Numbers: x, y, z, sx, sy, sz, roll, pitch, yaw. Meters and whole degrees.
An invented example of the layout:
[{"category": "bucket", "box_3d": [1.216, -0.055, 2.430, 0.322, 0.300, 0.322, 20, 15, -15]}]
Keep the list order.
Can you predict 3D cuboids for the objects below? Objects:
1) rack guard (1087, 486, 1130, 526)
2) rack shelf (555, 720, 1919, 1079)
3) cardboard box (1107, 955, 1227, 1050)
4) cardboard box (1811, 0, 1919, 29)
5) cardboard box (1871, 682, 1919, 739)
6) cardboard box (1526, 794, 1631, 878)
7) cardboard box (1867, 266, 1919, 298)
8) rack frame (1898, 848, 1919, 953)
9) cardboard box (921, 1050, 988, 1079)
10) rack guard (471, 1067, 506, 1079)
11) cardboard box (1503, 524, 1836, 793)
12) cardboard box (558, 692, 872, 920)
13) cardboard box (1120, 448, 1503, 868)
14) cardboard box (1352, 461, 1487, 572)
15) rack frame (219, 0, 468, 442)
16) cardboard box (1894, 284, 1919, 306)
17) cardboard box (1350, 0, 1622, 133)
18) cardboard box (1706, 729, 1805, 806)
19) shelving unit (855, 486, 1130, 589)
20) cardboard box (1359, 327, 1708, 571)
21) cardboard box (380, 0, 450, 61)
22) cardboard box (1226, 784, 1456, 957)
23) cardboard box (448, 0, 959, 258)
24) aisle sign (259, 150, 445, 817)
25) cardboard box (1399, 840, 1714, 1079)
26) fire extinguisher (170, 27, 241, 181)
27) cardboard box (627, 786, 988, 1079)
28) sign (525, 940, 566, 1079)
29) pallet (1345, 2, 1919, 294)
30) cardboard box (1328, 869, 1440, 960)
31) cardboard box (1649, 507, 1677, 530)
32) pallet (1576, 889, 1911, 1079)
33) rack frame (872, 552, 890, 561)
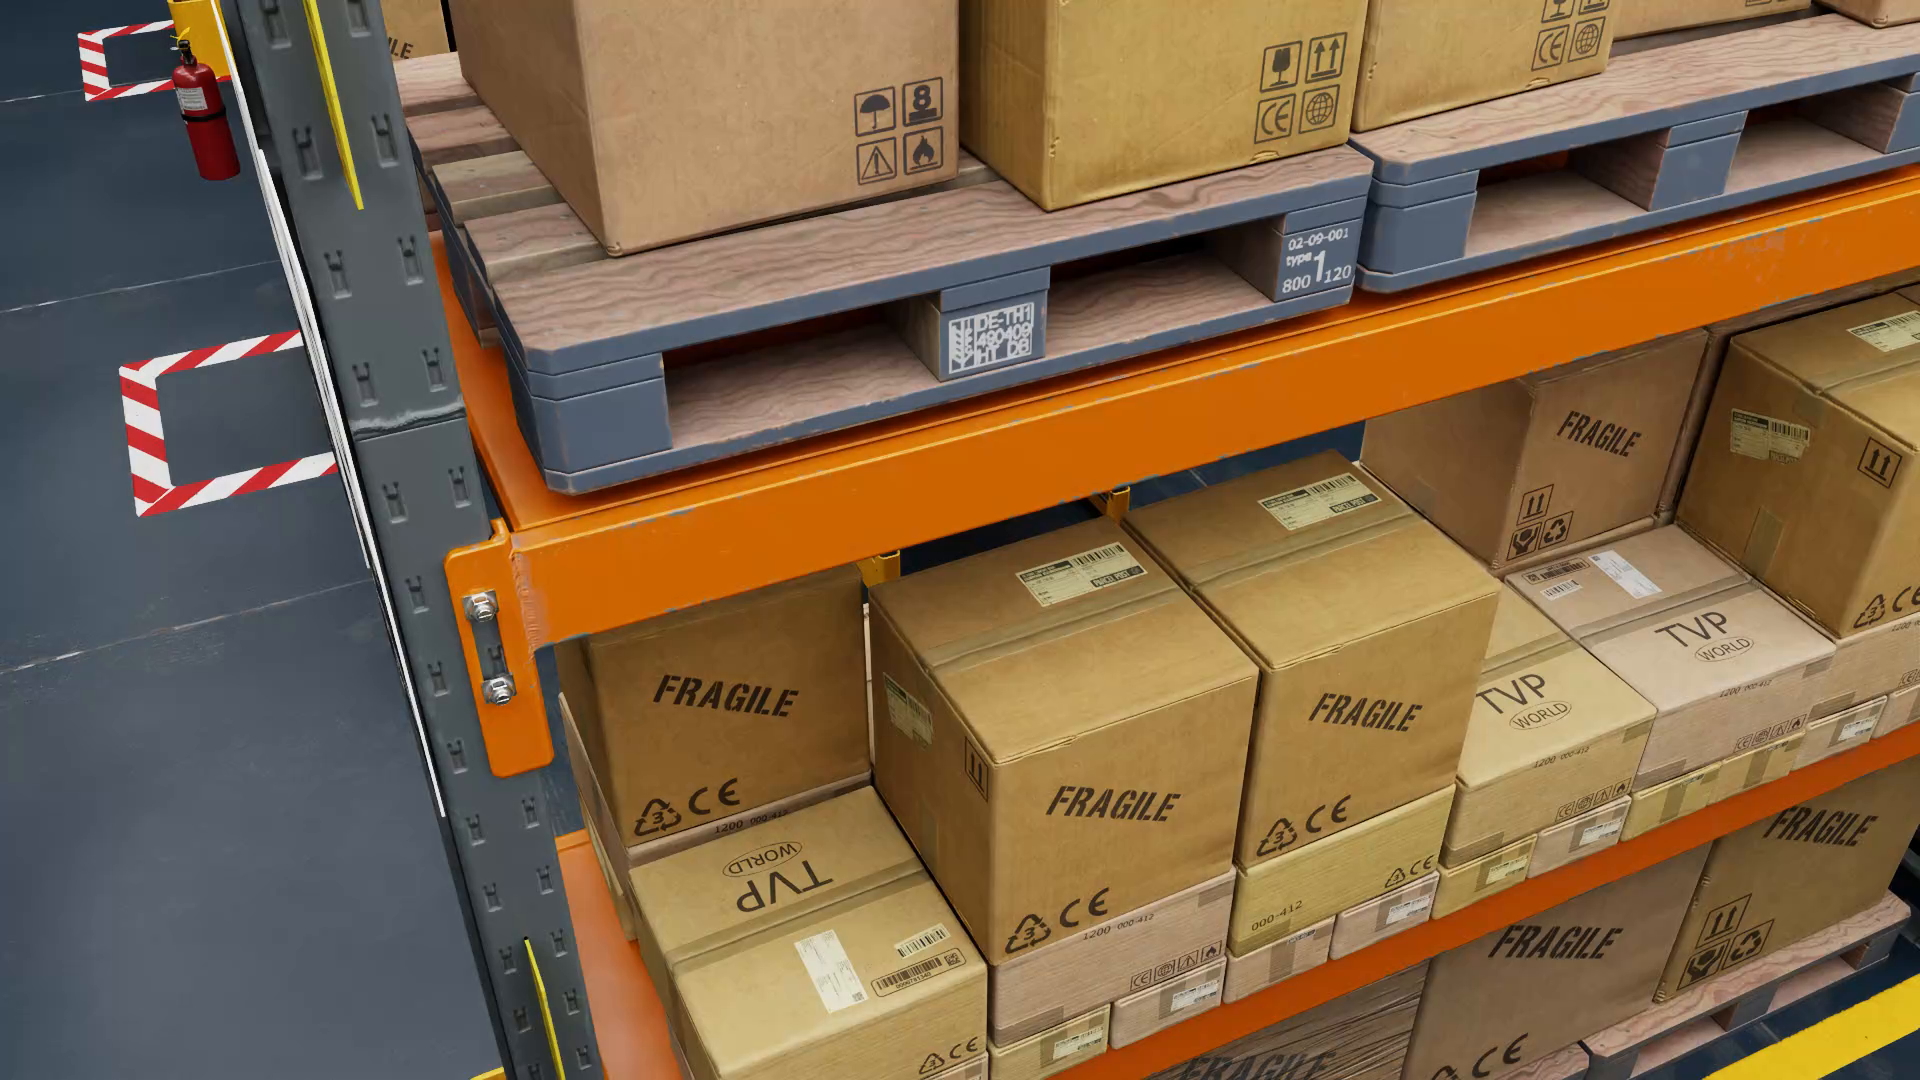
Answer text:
[{"category": "rack guard", "box_3d": [0.520, -0.246, 6.871, 0.087, 0.250, 0.587, -16, 39, -20]}, {"category": "rack shelf", "box_3d": [0.977, 0.593, 4.037, 4.000, 0.370, 1.077, -16, 39, -20]}, {"category": "cardboard box", "box_3d": [0.327, 0.802, 3.362, 0.250, 0.149, 0.380, -16, 40, -21]}, {"category": "cardboard box", "box_3d": [1.616, -1.292, 2.936, 0.500, 0.500, 0.700, -14, 39, -18]}, {"category": "cardboard box", "box_3d": [2.185, 0.282, 4.062, 0.250, 0.149, 0.380, -16, 40, -21]}, {"category": "cardboard box", "box_3d": [1.257, 0.541, 3.713, 0.250, 0.149, 0.380, -15, 39, -19]}, {"category": "cardboard box", "box_3d": [2.245, -0.580, 4.260, 0.500, 0.500, 0.500, -16, 39, -20]}, {"category": "rack frame", "box_3d": [2.787, -0.203, 4.505, 0.127, 3.000, 1.000, -16, 39, -20]}, {"category": "cardboard box", "box_3d": [-0.140, 0.933, 3.185, 0.250, 0.149, 0.380, -16, 40, -21]}, {"category": "rack guard", "box_3d": [-0.855, 1.820, 3.877, 0.348, 0.500, 1.175, -16, 39, -20]}, {"category": "cardboard box", "box_3d": [1.570, 0.253, 3.767, 0.500, 0.250, 0.500, -15, 39, -19]}, {"category": "cardboard box", "box_3d": [-0.508, 0.485, 3.455, 0.500, 0.250, 0.500, -16, 40, -21]}, {"category": "cardboard box", "box_3d": [0.635, 0.213, 3.192, 0.500, 0.500, 0.500, -17, 40, -21]}, {"category": "cardboard box", "box_3d": [0.882, 0.094, 3.982, 0.500, 0.250, 0.500, -16, 39, -20]}, {"category": "rack frame", "box_3d": [-0.834, -1.600, 1.353, 0.127, 3.000, 1.000, -16, 39, -20]}, {"category": "cardboard box", "box_3d": [2.485, -0.302, 3.887, 0.500, 0.500, 0.500, -15, 39, -19]}, {"category": "cardboard box", "box_3d": [0.622, -1.039, 2.594, 0.500, 0.500, 0.700, -18, 40, -23]}, {"category": "cardboard box", "box_3d": [1.719, 0.413, 3.886, 0.250, 0.149, 0.380, -15, 39, -19]}, {"category": "shelving unit", "box_3d": [0.069, -0.622, 6.329, 1.083, 1.500, 0.587, -16, 39, -20]}, {"category": "cardboard box", "box_3d": [1.327, -0.325, 3.917, 0.500, 0.500, 0.500, -17, 40, -21]}, {"category": "cardboard box", "box_3d": [-2.326, -2.015, 6.615, 0.500, 0.500, 0.500, -14, 39, -18]}, {"category": "cardboard box", "box_3d": [0.640, 0.514, 3.415, 0.500, 0.250, 0.500, -17, 40, -21]}, {"category": "cardboard box", "box_3d": [-0.386, -0.804, 2.278, 0.500, 0.500, 0.700, -18, 40, -23]}, {"category": "aisle sign", "box_3d": [-0.771, -0.054, 2.123, 0.004, 0.787, 0.394, -16, 39, -20]}, {"category": "cardboard box", "box_3d": [1.341, 0.834, 4.539, 0.875, 0.875, 0.875, -16, 39, -20]}, {"category": "fire extinguisher", "box_3d": [-3.274, -1.895, 7.165, 0.183, 0.674, 0.296, -16, 39, -20]}, {"category": "cardboard box", "box_3d": [-0.284, 0.775, 3.064, 0.500, 0.250, 0.500, -17, 40, -21]}, {"category": "sign", "box_3d": [-0.603, 0.731, 2.453, 0.005, 0.325, 0.100, -16, 39, -20]}, {"category": "pallet", "box_3d": [0.940, -0.864, 2.953, 1.213, 0.211, 1.003, -16, 39, -20]}, {"category": "cardboard box", "box_3d": [0.791, 0.672, 3.537, 0.250, 0.149, 0.380, -16, 39, -20]}, {"category": "cardboard box", "box_3d": [1.798, -0.161, 4.325, 0.500, 0.250, 0.500, -16, 39, -20]}, {"category": "pallet", "box_3d": [2.066, 1.068, 5.133, 1.213, 0.211, 1.003, -16, 39, -20]}, {"category": "rack frame", "box_3d": [-0.383, -0.495, 6.159, 0.032, 1.500, 0.500, -16, 39, -20]}]
